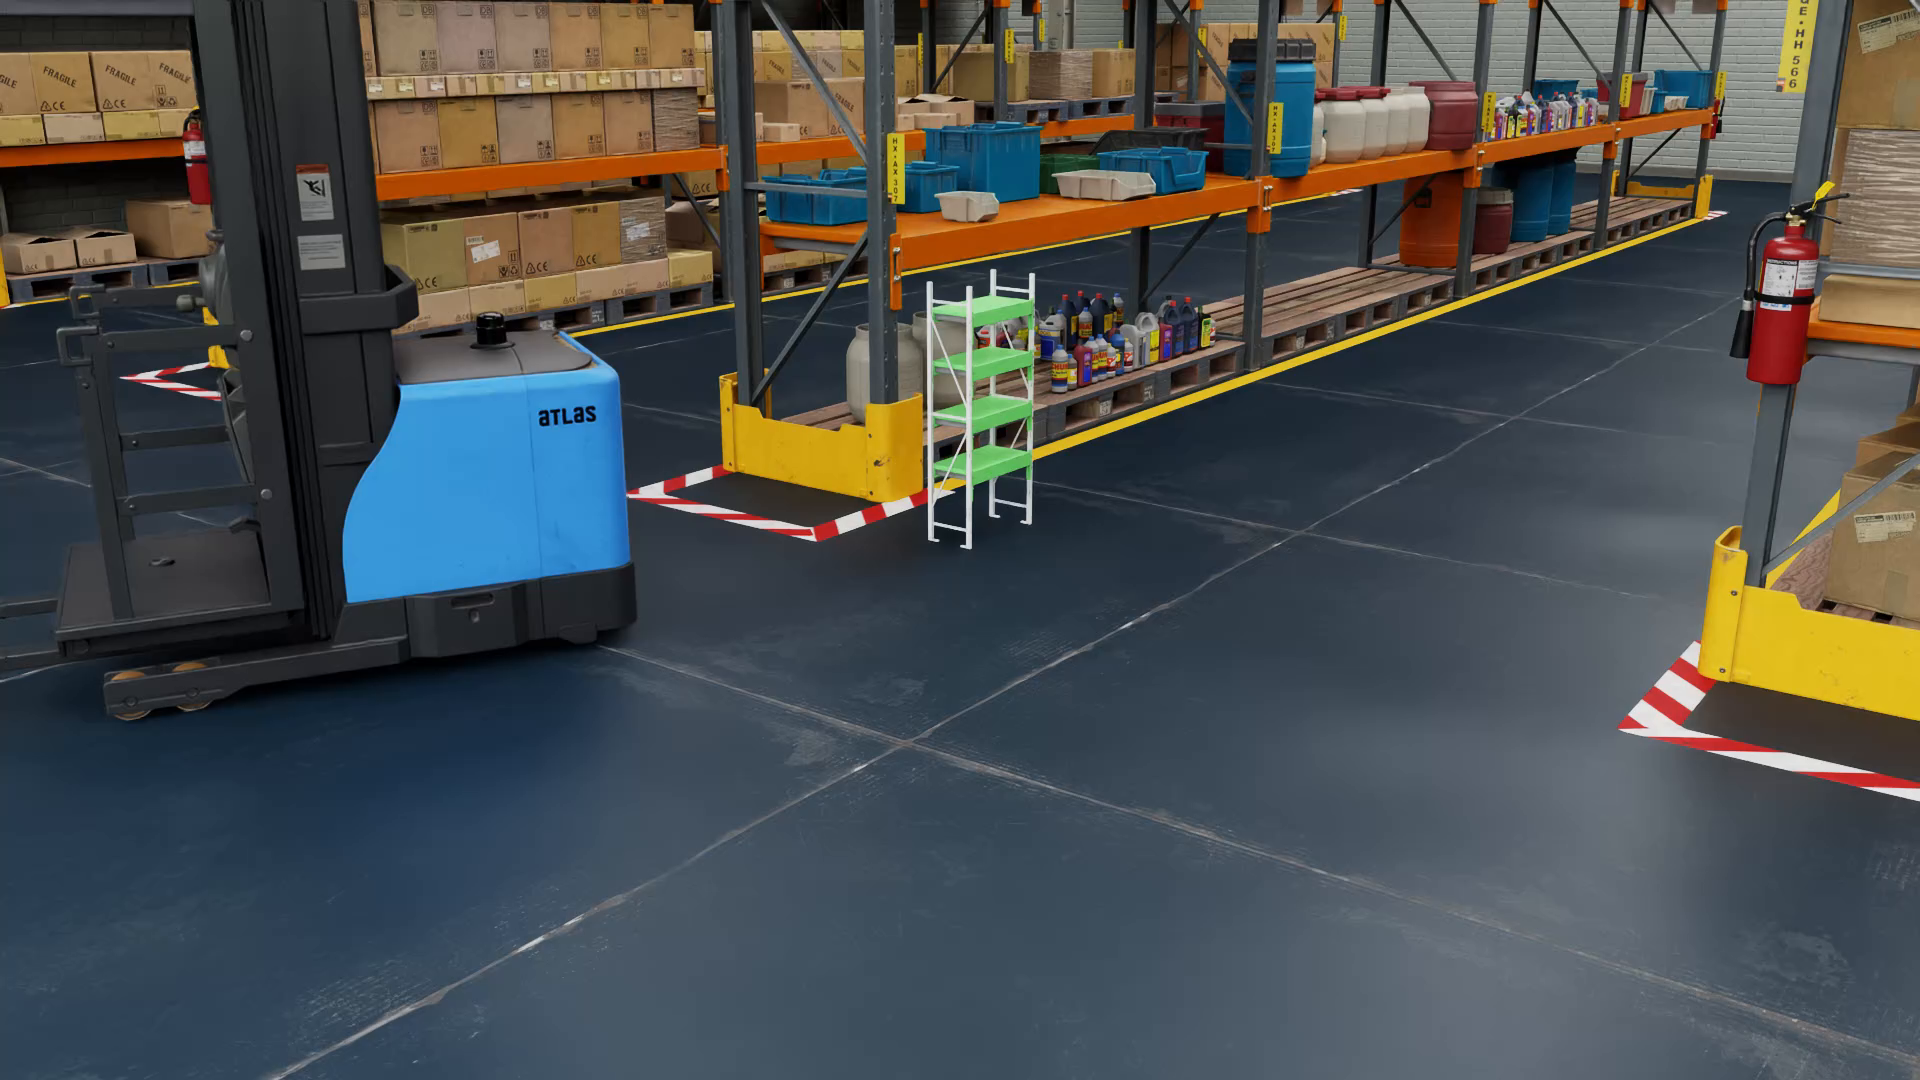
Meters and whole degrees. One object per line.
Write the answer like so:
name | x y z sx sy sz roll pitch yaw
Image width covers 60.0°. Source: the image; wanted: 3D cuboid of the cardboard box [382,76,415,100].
cardboard box | -4.007 -3.142 11.540 0.380 0.149 0.250 13 21 35

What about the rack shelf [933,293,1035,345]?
rack shelf | 0.099 -1.010 7.569 0.258 0.148 0.480 12 21 35

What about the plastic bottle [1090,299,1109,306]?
plastic bottle | 0.928 -1.512 11.405 0.152 0.276 0.135 13 22 37

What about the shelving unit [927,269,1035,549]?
shelving unit | 0.099 -0.612 7.693 0.258 1.200 0.503 12 21 35

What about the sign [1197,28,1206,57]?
sign | 2.879 -5.920 19.797 0.100 0.325 0.005 12 21 35

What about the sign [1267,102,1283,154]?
sign | 2.076 -2.715 10.962 0.100 0.325 0.005 12 21 35

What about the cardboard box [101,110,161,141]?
cardboard box | -7.547 -3.725 14.901 0.500 0.250 0.500 12 21 34

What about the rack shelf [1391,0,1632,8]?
rack shelf | 5.216 -5.201 15.588 1.077 0.370 4.000 12 21 35

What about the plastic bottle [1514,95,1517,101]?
plastic bottle | 5.767 -4.489 17.337 0.061 0.283 0.133 12 21 35

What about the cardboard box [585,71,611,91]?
cardboard box | -2.933 -3.572 12.925 0.380 0.149 0.250 12 21 34

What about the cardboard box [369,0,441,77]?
cardboard box | -4.090 -3.521 11.669 0.700 0.500 0.500 12 21 33

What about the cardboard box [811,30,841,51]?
cardboard box | -1.934 -6.620 22.034 0.500 0.250 0.500 13 21 36

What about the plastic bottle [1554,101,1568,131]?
plastic bottle | 5.834 -4.139 16.222 0.152 0.276 0.135 12 21 35

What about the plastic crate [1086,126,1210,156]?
plastic crate | 1.227 -2.551 11.005 0.767 0.338 0.504 12 21 35

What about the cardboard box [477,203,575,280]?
cardboard box | -3.324 -2.297 12.746 0.500 0.500 0.500 12 21 35

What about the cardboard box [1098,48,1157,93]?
cardboard box | 1.970 -5.639 19.969 0.700 0.500 0.500 5 18 16

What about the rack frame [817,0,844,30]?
rack frame | -1.549 -6.339 23.098 1.000 3.000 0.127 12 21 35

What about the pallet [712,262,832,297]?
pallet | -1.928 -2.410 15.147 1.003 0.211 1.213 12 21 35

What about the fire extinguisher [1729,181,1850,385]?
fire extinguisher | 2.797 -0.872 5.624 0.296 0.674 0.183 12 21 35

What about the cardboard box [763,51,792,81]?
cardboard box | -2.517 -6.022 21.375 0.500 0.500 0.500 13 22 36

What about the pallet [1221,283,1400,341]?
pallet | 2.804 -1.837 13.302 1.003 0.211 1.213 12 21 35

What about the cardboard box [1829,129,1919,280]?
cardboard box | 3.585 -1.171 5.785 0.875 0.500 0.500 12 21 35

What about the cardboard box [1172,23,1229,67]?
cardboard box | 2.938 -6.052 20.320 0.500 0.500 0.500 13 22 36

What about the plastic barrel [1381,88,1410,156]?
plastic barrel | 3.332 -3.306 13.142 0.421 0.512 0.421 0 17 0

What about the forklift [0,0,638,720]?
forklift | -2.821 -0.956 5.879 3.031 2.935 1.130 -8 19 -24

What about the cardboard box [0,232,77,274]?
cardboard box | -8.215 -2.555 14.707 0.500 0.311 0.500 10 20 29

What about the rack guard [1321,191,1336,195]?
rack guard | 4.770 -5.205 23.662 1.175 0.500 0.348 12 21 35

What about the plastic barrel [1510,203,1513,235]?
plastic barrel | 5.239 -3.187 16.434 0.421 0.512 0.421 0 17 0

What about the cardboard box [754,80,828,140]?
cardboard box | -1.551 -3.912 15.115 0.500 0.500 0.500 14 22 39

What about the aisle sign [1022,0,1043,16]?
aisle sign | 1.118 -8.497 25.664 0.394 0.787 0.004 12 21 35

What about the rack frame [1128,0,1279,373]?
rack frame | 1.641 -2.683 11.324 1.000 3.000 0.127 12 21 35

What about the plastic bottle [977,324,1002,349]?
plastic bottle | 0.172 -1.209 10.431 0.152 0.276 0.135 13 21 35

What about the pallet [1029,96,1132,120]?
pallet | 1.203 -4.884 18.736 1.003 0.211 1.213 12 21 35

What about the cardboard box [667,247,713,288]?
cardboard box | -2.436 -2.297 14.011 0.500 0.250 0.500 12 21 35

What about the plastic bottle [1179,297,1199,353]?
plastic bottle | 1.488 -1.423 10.994 0.144 0.351 0.185 12 21 33

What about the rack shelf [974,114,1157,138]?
rack shelf | 1.240 -4.644 18.854 1.077 0.370 4.000 12 21 35

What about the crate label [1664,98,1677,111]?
crate label | 8.120 -5.080 19.388 0.396 0.136 0.243 12 21 35

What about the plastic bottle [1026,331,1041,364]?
plastic bottle | 0.473 -1.236 10.643 0.097 0.201 0.097 0 17 0

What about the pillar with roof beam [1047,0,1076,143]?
pillar with roof beam | 5.206 -10.192 25.389 9.100 9.000 0.400 12 21 35

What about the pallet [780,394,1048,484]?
pallet | -0.247 -0.617 9.375 1.003 0.211 1.213 12 21 35

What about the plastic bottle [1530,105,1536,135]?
plastic bottle | 5.321 -3.918 15.519 0.097 0.271 0.097 0 17 0

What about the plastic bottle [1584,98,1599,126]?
plastic bottle | 6.432 -4.378 16.992 0.152 0.276 0.135 12 21 35

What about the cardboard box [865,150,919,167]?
cardboard box | -1.021 -5.505 23.921 0.700 0.500 0.500 13 21 35

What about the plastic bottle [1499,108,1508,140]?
plastic bottle | 4.817 -3.732 14.914 0.152 0.276 0.135 12 21 35

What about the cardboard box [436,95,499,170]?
cardboard box | -3.821 -3.006 12.197 0.700 0.500 0.500 13 21 35

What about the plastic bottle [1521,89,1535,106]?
plastic bottle | 5.913 -4.528 17.351 0.144 0.351 0.185 12 21 35

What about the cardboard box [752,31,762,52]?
cardboard box | -2.840 -6.254 20.856 0.500 0.250 0.500 13 21 35

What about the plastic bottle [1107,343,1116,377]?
plastic bottle | 0.911 -1.109 10.235 0.097 0.201 0.097 0 17 0

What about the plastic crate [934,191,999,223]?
plastic crate | 0.049 -1.760 8.799 0.298 0.136 0.250 12 21 35

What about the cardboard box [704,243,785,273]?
cardboard box | -1.896 -2.498 14.660 0.500 0.250 0.500 12 21 33

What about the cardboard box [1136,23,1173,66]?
cardboard box | 2.525 -6.156 20.654 0.500 0.500 0.500 13 21 35

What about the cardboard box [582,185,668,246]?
cardboard box | -2.863 -2.749 14.203 0.500 0.500 0.500 12 21 35
